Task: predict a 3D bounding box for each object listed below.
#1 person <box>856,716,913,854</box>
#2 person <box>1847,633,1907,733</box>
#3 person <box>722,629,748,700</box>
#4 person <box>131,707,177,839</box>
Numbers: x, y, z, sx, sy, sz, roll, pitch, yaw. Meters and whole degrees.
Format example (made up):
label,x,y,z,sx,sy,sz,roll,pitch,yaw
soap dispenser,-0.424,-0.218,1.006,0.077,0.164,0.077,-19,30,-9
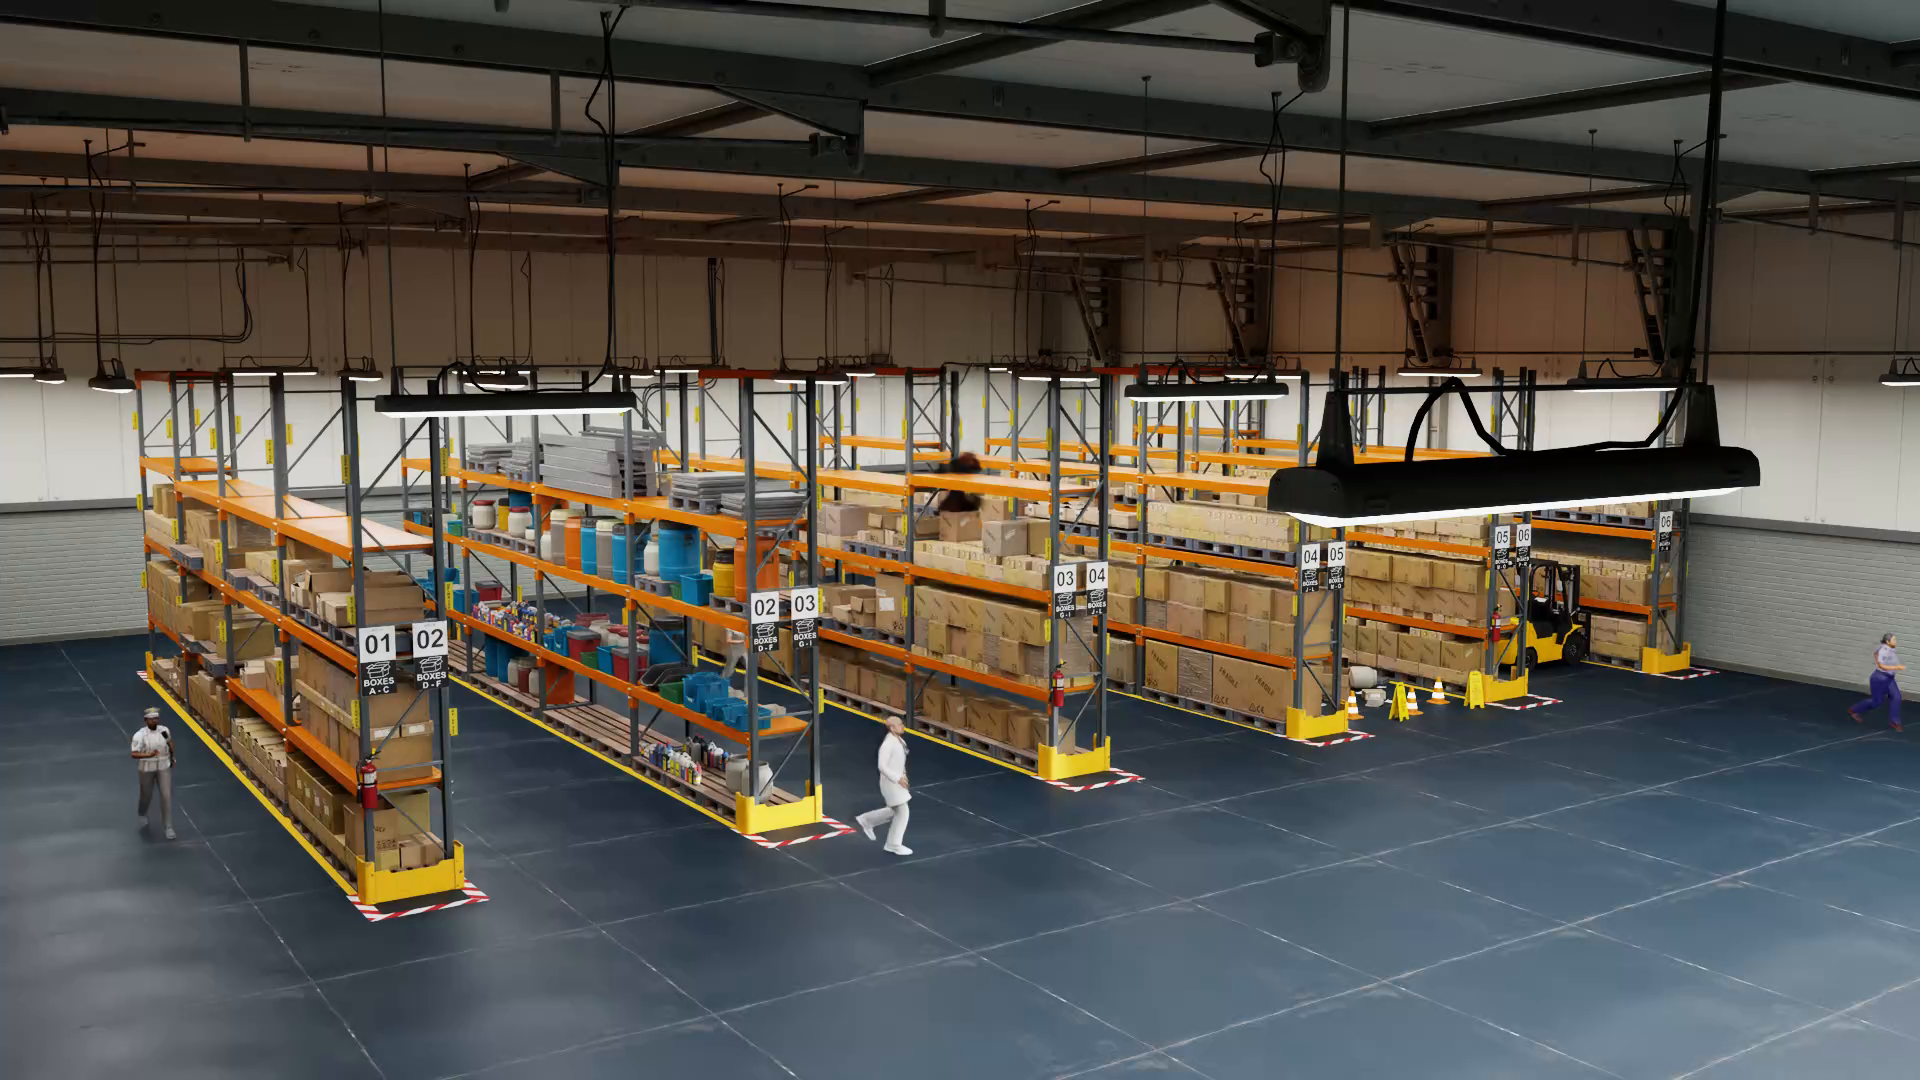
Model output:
label,x,y,z,sx,sy,sz,roll,pitch,yaw
person,-0.959,3.099,21.093,0.730,1.776,0.719,1,6,6
person,15.456,2.439,27.971,0.909,1.610,0.597,6,9,42
person,-3.890,2.015,29.080,0.573,1.702,0.875,-5,8,-38
person,-10.553,3.013,21.799,0.575,1.685,0.938,-5,8,-40
